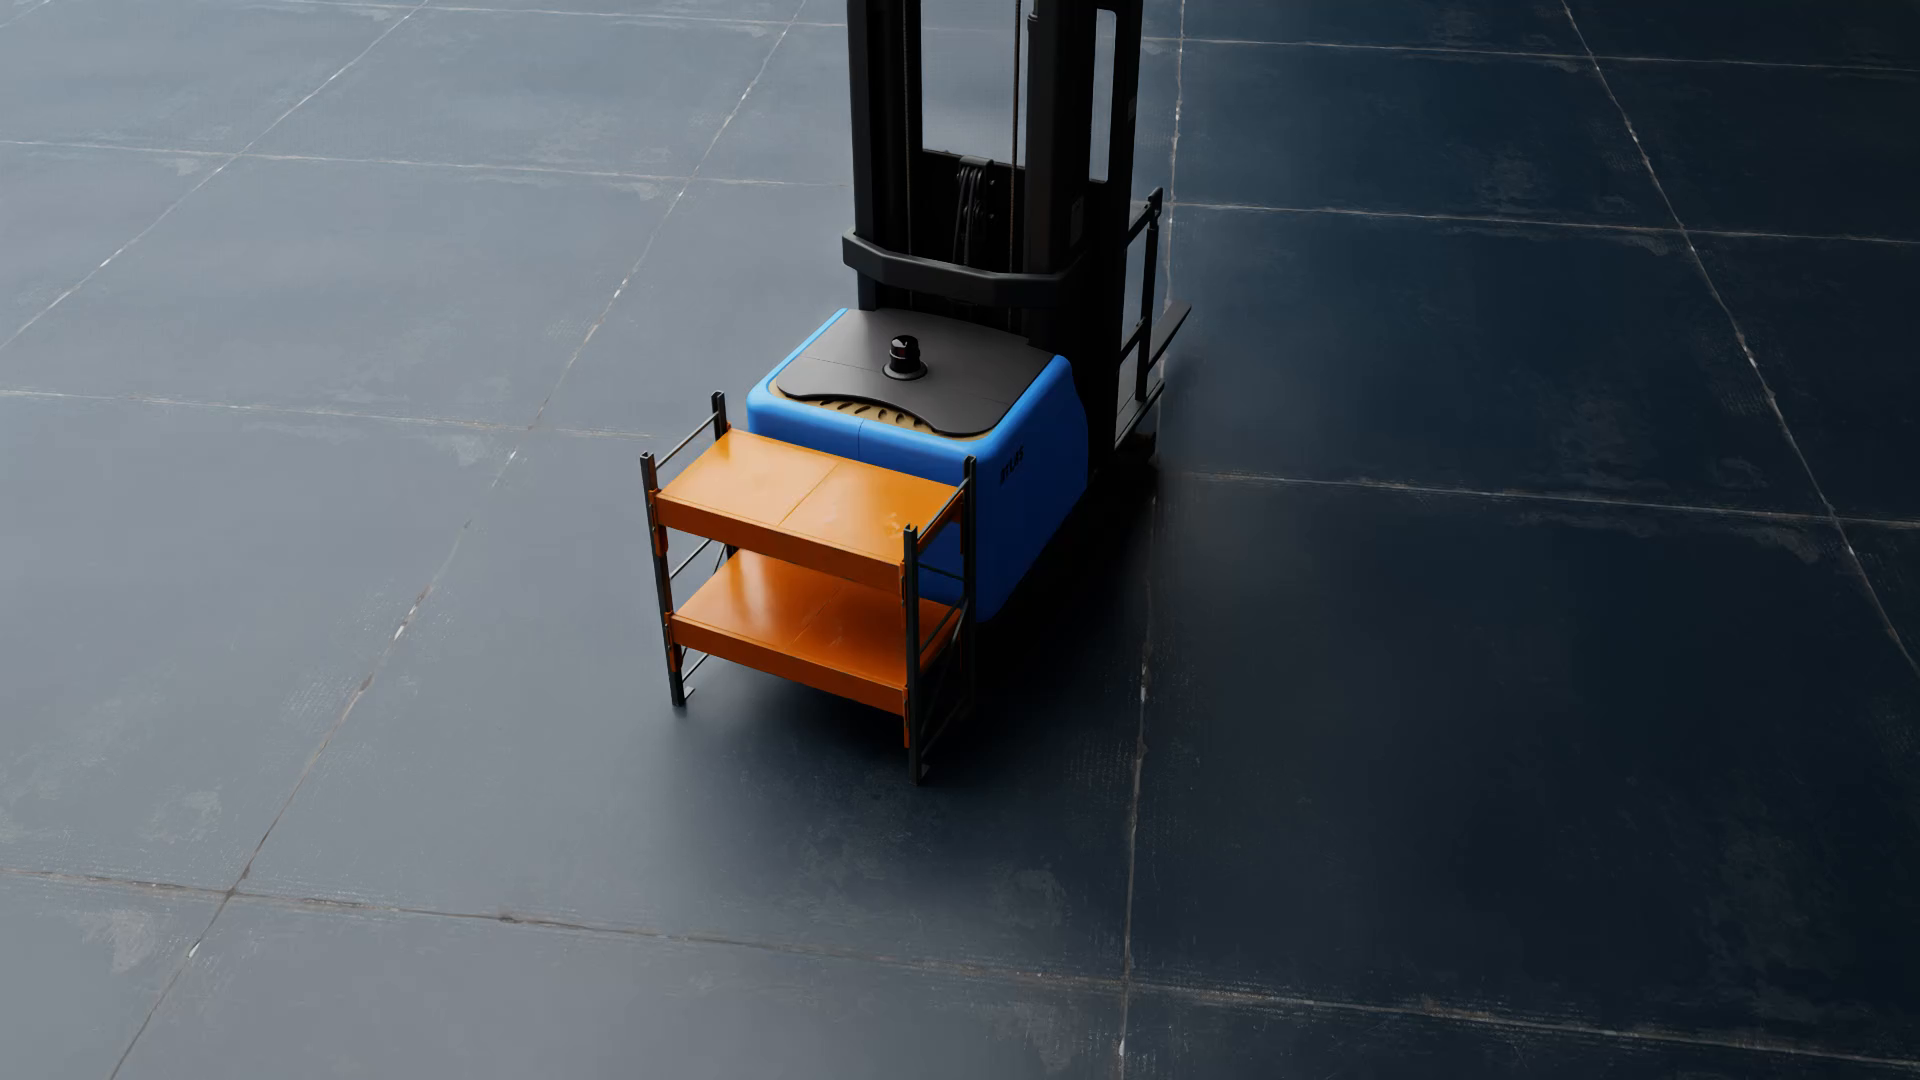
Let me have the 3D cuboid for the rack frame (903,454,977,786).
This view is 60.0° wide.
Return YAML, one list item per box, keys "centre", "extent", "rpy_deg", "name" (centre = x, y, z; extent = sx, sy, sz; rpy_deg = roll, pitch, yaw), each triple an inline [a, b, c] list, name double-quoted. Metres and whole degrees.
- centre: [-0.063, 0.297, 5.866]
  extent: [0.032, 1.125, 0.500]
  rpy_deg: [15, 38, 20]
  name: "rack frame"

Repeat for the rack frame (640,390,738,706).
- centre: [-0.982, 0.044, 6.220]
  extent: [0.032, 1.125, 0.500]
  rpy_deg: [15, 38, 20]
  name: "rack frame"

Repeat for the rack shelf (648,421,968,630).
- centre: [-0.522, -0.068, 5.873]
  extent: [1.000, 0.278, 0.538]
  rpy_deg: [15, 38, 20]
  name: "rack shelf"

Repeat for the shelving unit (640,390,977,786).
- centre: [-0.522, 0.170, 6.043]
  extent: [1.048, 1.125, 0.538]
  rpy_deg: [15, 38, 20]
  name: "shelving unit"

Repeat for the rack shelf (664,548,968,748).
- centre: [-0.522, 0.369, 6.185]
  extent: [1.000, 0.278, 0.538]
  rpy_deg: [15, 38, 20]
  name: "rack shelf"

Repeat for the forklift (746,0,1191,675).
- centre: [0.259, -1.522, 6.859]
  extent: [1.130, 2.935, 3.031]
  rpy_deg: [15, 38, 20]
  name: "forklift"
